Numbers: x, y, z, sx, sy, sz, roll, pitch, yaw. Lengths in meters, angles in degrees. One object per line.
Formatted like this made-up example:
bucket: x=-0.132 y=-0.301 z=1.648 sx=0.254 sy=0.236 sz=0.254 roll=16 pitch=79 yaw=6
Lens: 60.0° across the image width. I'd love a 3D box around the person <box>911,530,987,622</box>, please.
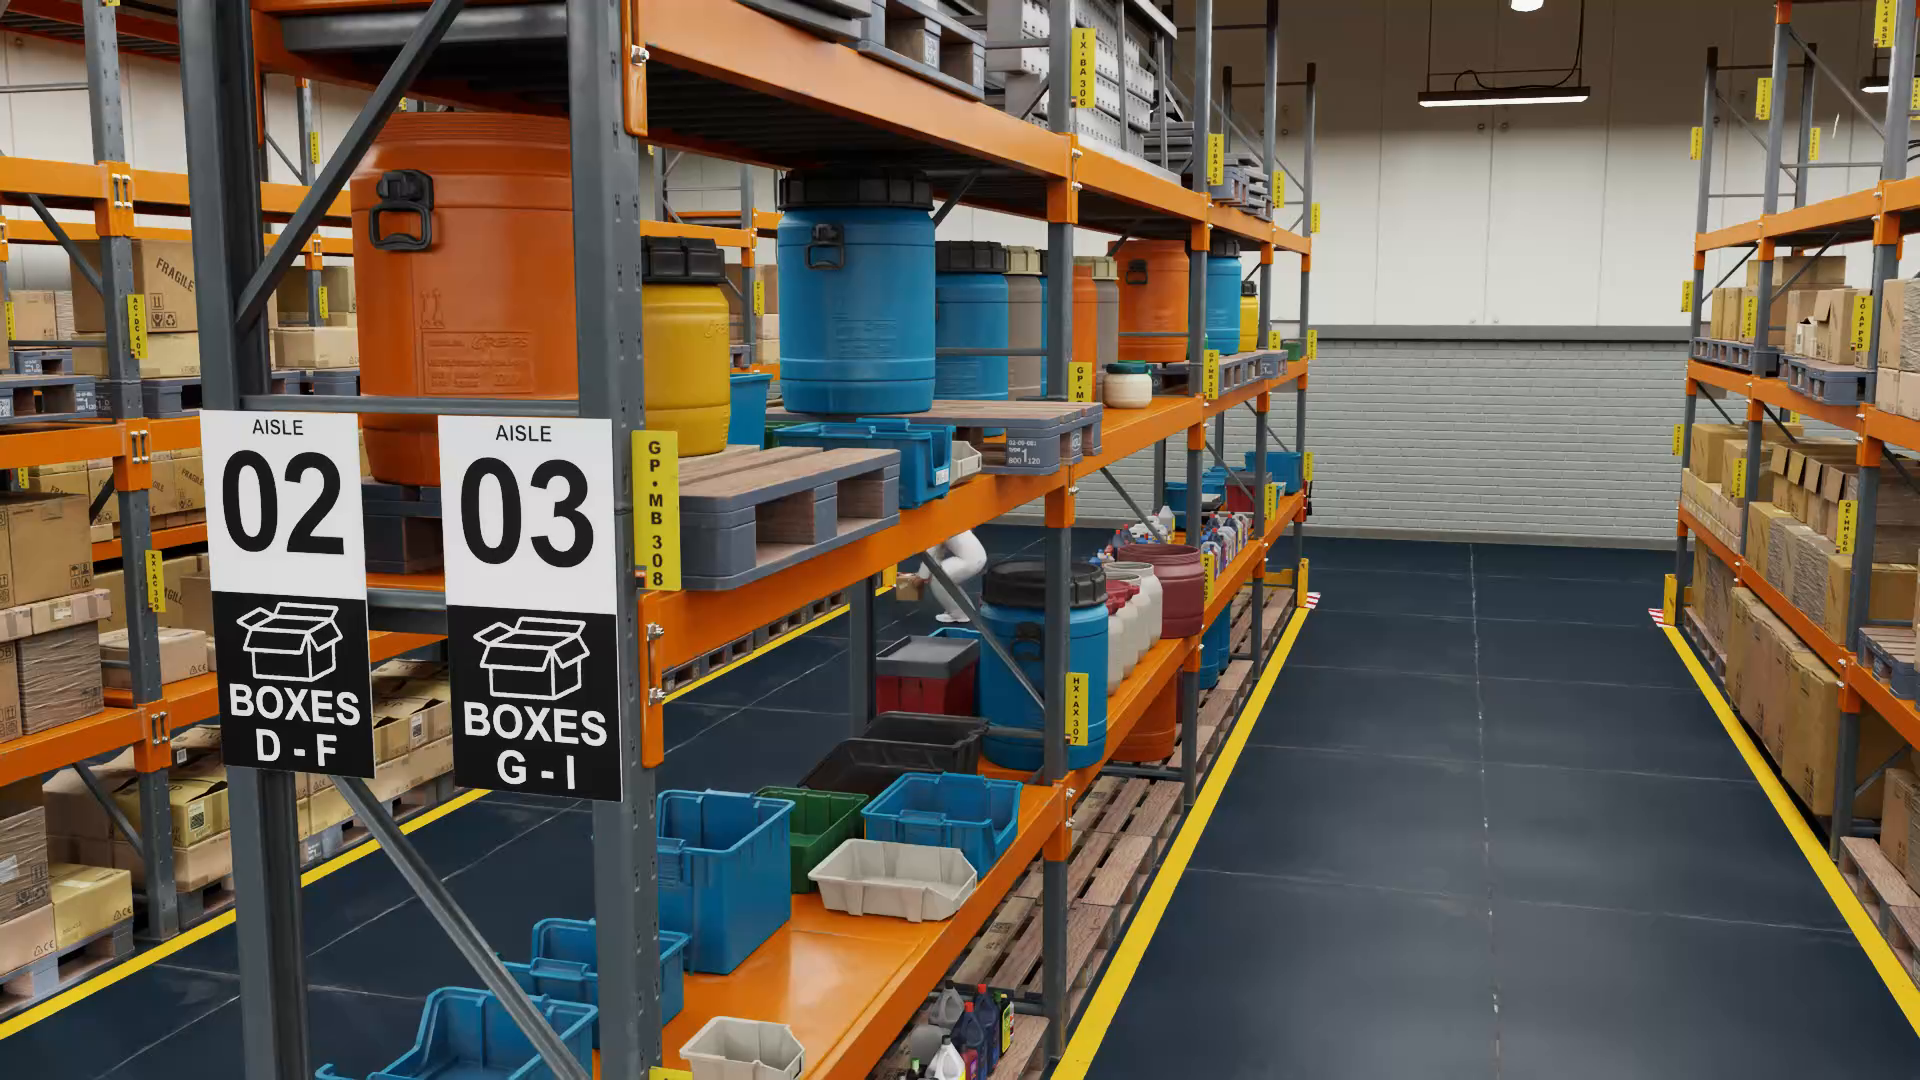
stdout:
person: x=-0.113 y=0.250 z=18.005 sx=0.797 sy=1.249 sz=0.631 roll=2 pitch=8 yaw=16
